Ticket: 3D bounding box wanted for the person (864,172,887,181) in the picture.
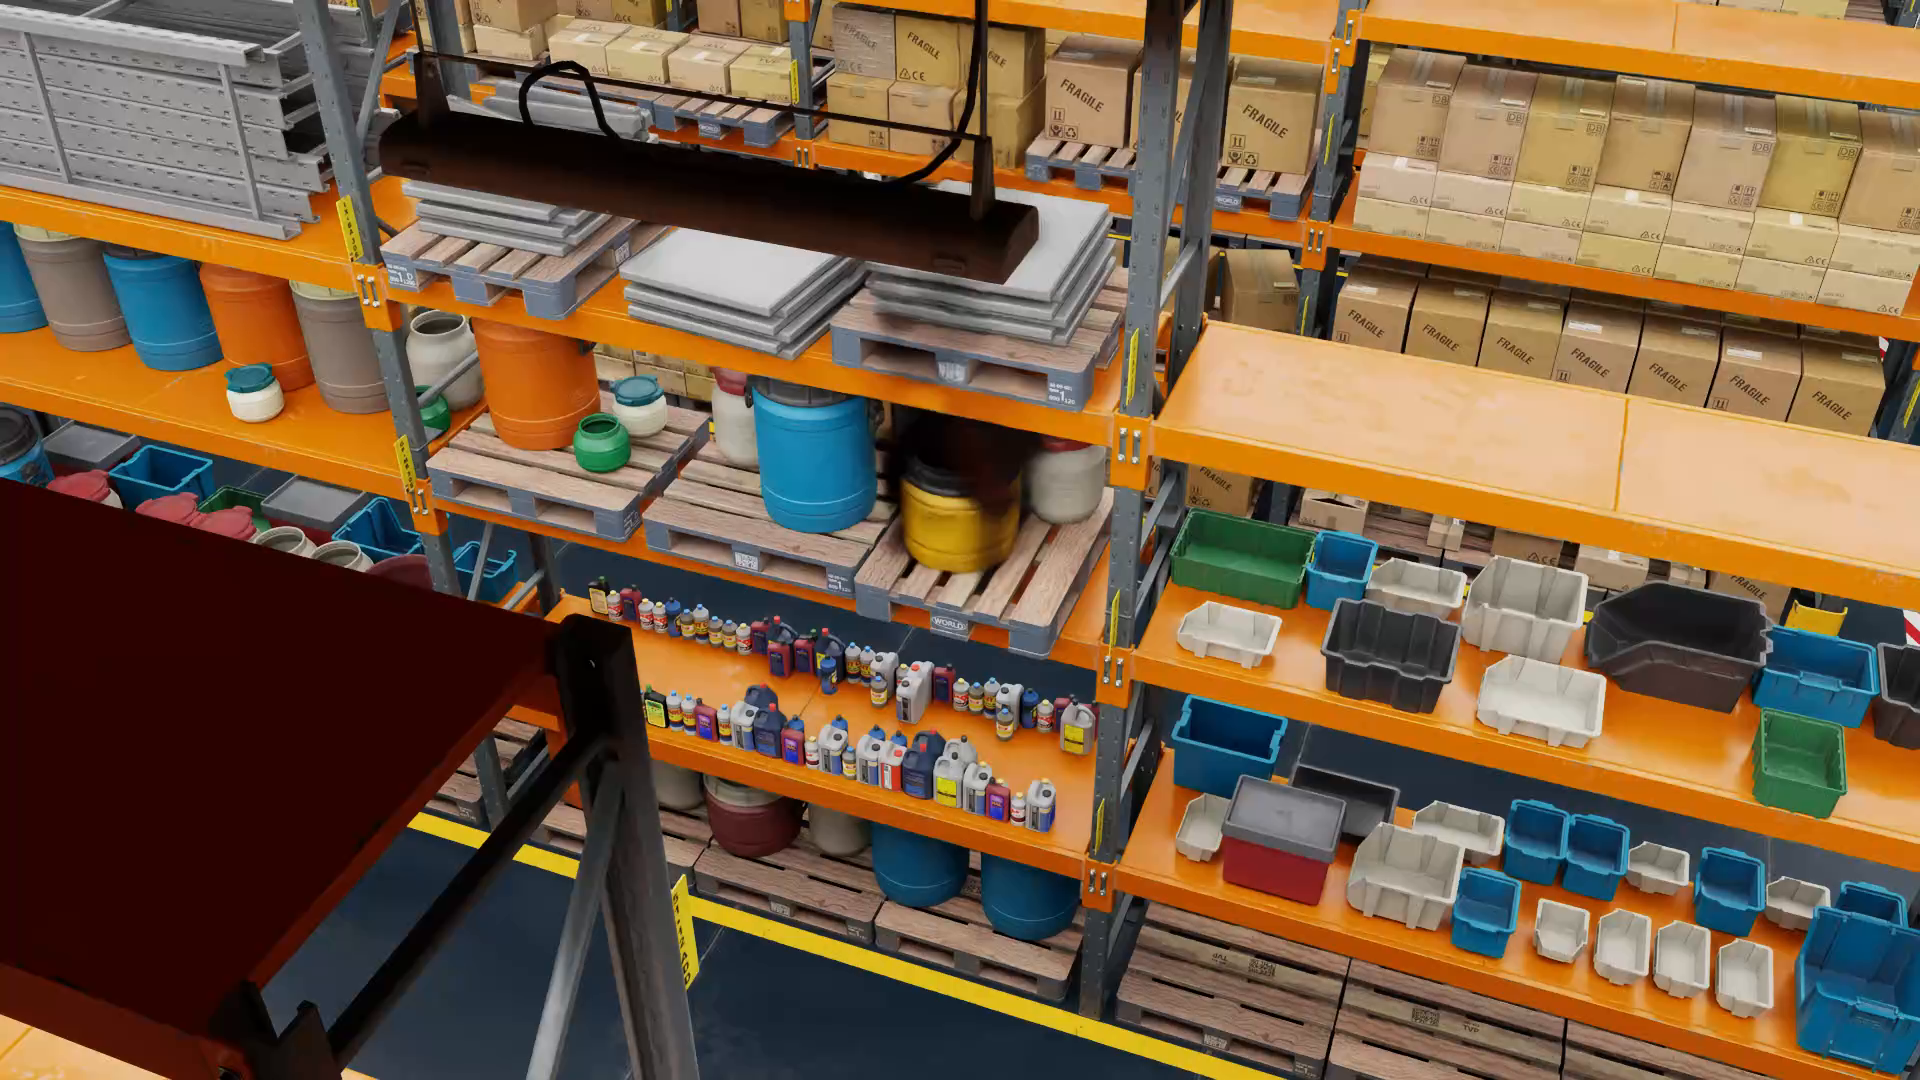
[{"bbox_3d":[-0.877,-3.271,16.373,0.558,1.727,0.713,8,37,11],"label":"person"}]
